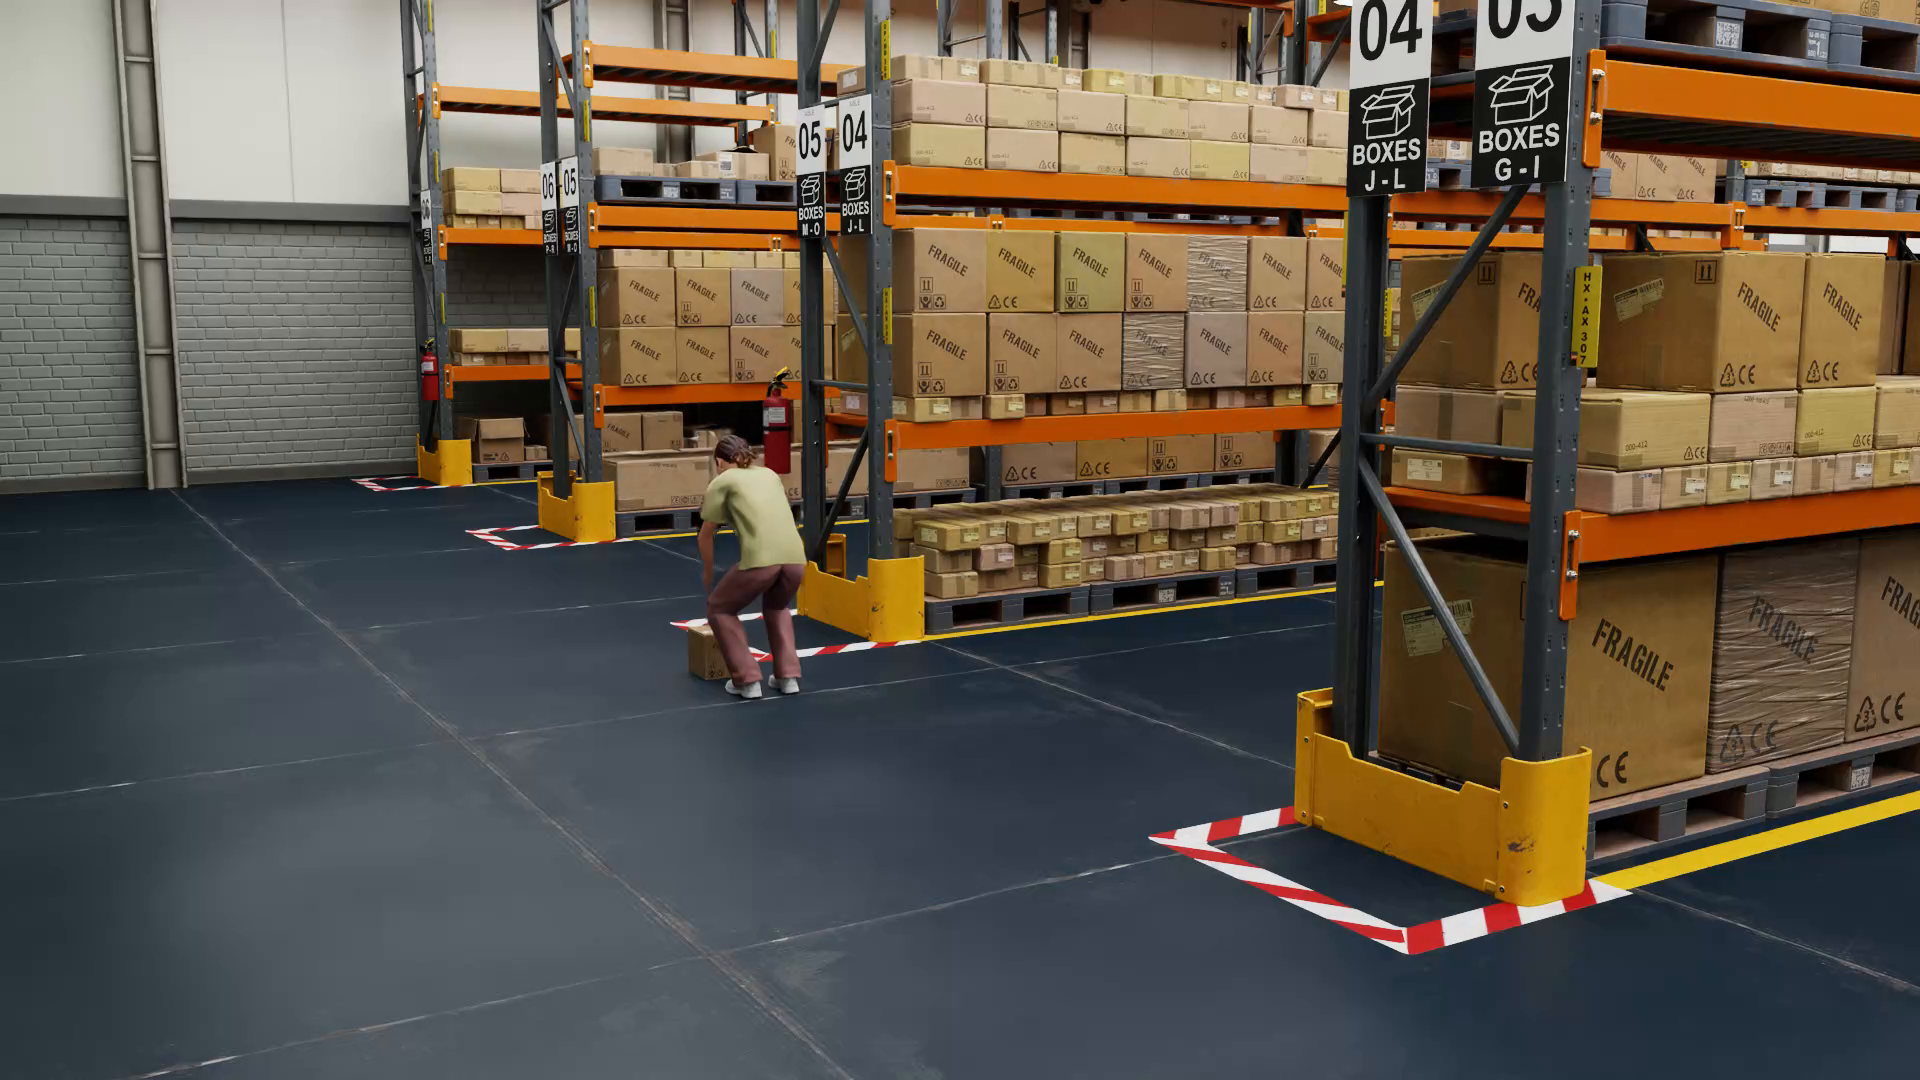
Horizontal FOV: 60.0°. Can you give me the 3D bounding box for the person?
[{"bbox_3d":[-1.087,0.133,8.628,0.511,1.333,0.668,-5,10,-30],"label":"person"}]
